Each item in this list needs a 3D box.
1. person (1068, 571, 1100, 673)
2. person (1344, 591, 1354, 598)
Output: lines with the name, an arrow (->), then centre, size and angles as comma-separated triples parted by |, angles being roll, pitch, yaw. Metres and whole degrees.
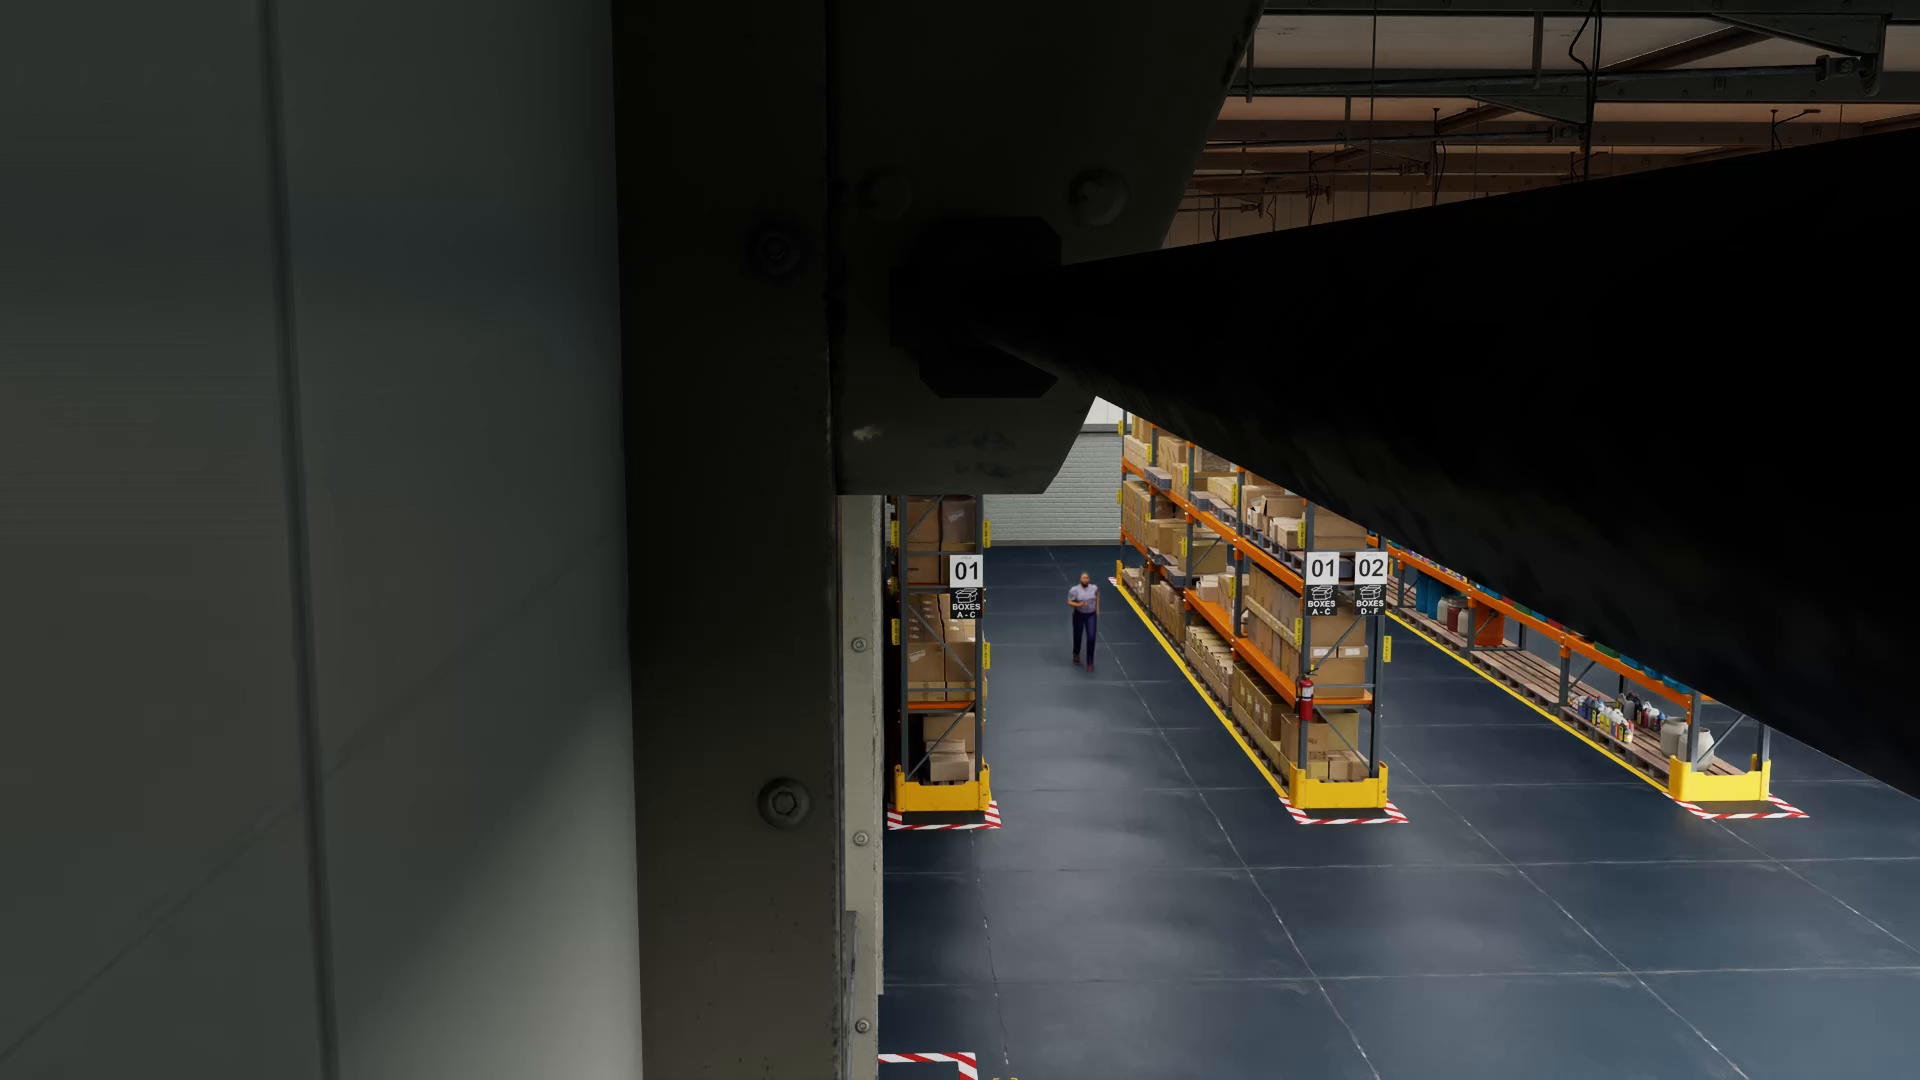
person -> 2.101, 1.355, 28.249 | 0.585, 1.695, 0.853 | -1, 8, -4
person -> 7.635, 0.823, 31.933 | 0.713, 1.547, 1.124 | 2, 9, 14
